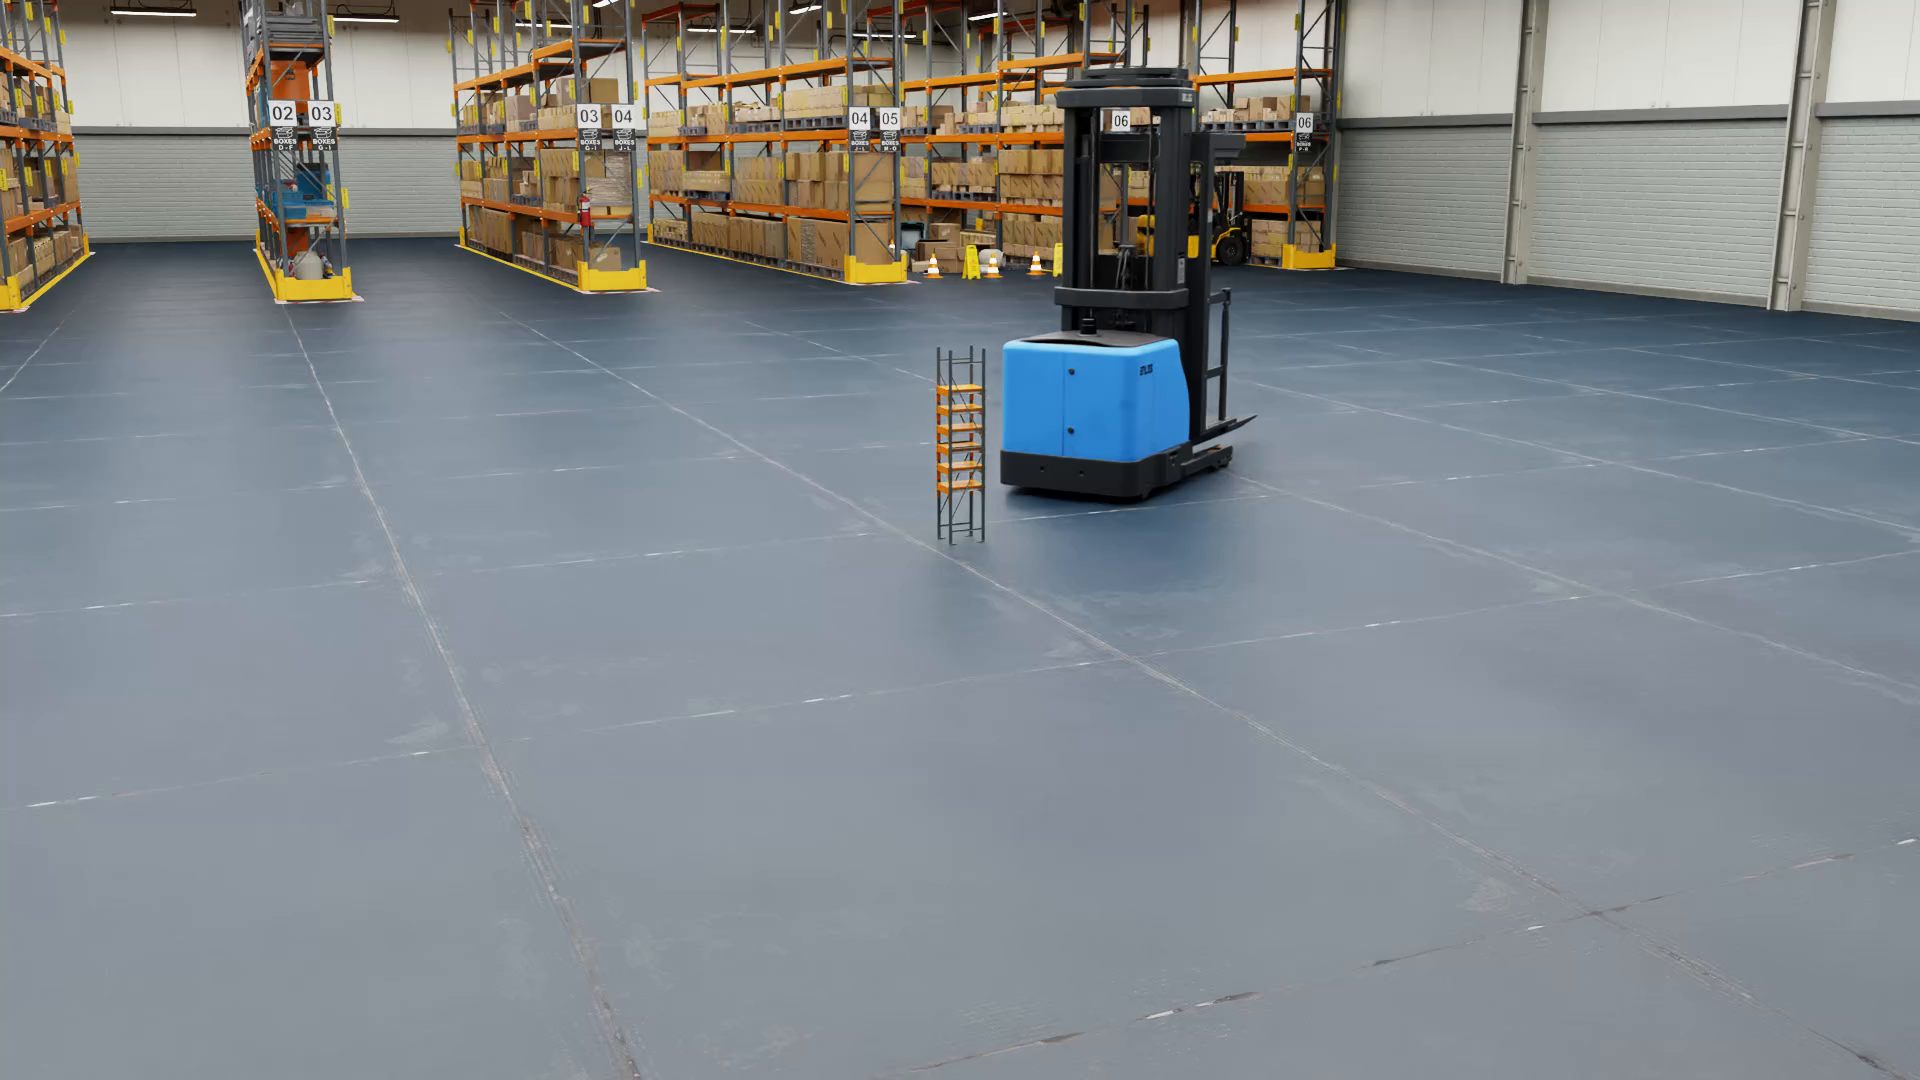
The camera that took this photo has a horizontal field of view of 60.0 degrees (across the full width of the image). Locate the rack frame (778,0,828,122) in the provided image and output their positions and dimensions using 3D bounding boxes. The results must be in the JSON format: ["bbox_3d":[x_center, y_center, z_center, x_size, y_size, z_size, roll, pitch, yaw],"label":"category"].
[{"bbox_3d":[-3.209,-10.119,34.135,1.000,3.000,0.127,-6,14,-23],"label":"rack frame"}]

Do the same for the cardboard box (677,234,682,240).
[{"bbox_3d":[-7.076,-7.825,42.919,0.380,0.149,0.250,-6,14,-25],"label":"cardboard box"}]

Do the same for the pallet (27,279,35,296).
[{"bbox_3d":[-16.592,-4.349,28.692,1.003,0.211,1.213,-6,14,-23],"label":"pallet"}]

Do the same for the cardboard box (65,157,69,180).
[{"bbox_3d":[-20.215,-8.293,37.112,0.500,0.500,0.500,-6,14,-25],"label":"cardboard box"}]

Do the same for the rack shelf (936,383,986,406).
[{"bbox_3d":[0.006,-0.889,10.150,0.258,0.103,0.180,-6,14,-23],"label":"rack shelf"}]

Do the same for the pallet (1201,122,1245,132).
[{"bbox_3d":[6.198,-9.358,37.695,1.003,0.211,1.213,-6,14,-23],"label":"pallet"}]

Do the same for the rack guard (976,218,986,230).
[{"bbox_3d":[1.056,-9.359,49.700,1.175,0.500,0.348,-6,14,-23],"label":"rack guard"}]

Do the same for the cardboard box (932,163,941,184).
[{"bbox_3d":[-0.348,-8.775,39.820,0.500,0.500,0.500,-6,14,-25],"label":"cardboard box"}]

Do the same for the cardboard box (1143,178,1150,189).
[{"bbox_3d":[4.804,-8.680,40.446,0.500,0.250,0.500,-5,14,-22],"label":"cardboard box"}]

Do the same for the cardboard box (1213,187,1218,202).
[{"bbox_3d":[5.995,-7.941,37.806,0.500,0.500,0.500,-5,14,-22],"label":"cardboard box"}]

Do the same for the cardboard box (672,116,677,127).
[{"bbox_3d":[-7.029,-10.662,42.357,0.500,0.250,0.500,-6,14,-25],"label":"cardboard box"}]

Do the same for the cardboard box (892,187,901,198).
[{"bbox_3d":[-1.393,-8.811,42.121,0.500,0.250,0.500,-6,14,-24],"label":"cardboard box"}]

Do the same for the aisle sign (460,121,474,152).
[{"bbox_3d":[-12.905,-10.503,43.332,0.394,0.787,0.004,-6,14,-23],"label":"aisle sign"}]

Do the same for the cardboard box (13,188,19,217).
[{"bbox_3d":[-16.689,-5.833,28.699,0.700,0.500,0.500,-6,14,-24],"label":"cardboard box"}]

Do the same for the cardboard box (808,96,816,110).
[{"bbox_3d":[-2.660,-8.544,32.501,0.500,0.250,0.500,-5,14,-22],"label":"cardboard box"}]

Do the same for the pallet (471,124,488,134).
[{"bbox_3d":[-11.317,-10.010,40.514,1.003,0.211,1.213,-6,14,-23],"label":"pallet"}]

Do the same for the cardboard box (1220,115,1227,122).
[{"bbox_3d":[6.042,-9.427,37.200,0.380,0.149,0.250,-5,14,-21],"label":"cardboard box"}]

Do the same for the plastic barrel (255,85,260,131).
[{"bbox_3d":[-13.805,-8.665,33.391,0.600,0.901,0.600,0,13,0],"label":"plastic barrel"}]

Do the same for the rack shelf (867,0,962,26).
[{"bbox_3d":[-1.118,-13.096,41.220,1.077,0.370,4.000,-6,14,-23],"label":"rack shelf"}]

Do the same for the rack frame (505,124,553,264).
[{"bbox_3d":[-9.397,-7.596,36.537,1.000,3.000,0.127,-6,14,-23],"label":"rack frame"}]

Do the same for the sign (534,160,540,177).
[{"bbox_3d":[-8.301,-7.283,32.616,0.100,0.325,0.005,-6,14,-23],"label":"sign"}]

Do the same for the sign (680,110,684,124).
[{"bbox_3d":[-6.908,-10.512,41.338,0.100,0.325,0.005,-6,14,-23],"label":"sign"}]

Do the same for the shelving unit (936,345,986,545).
[{"bbox_3d":[0.006,-0.582,10.222,0.258,1.200,0.189,-6,14,-23],"label":"shelving unit"}]

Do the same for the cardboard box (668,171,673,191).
[{"bbox_3d":[-7.271,-9.328,43.138,0.500,0.500,0.500,-6,14,-23],"label":"cardboard box"}]

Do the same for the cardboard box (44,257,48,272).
[{"bbox_3d":[-17.424,-5.164,31.195,0.500,0.250,0.500,-5,14,-22],"label":"cardboard box"}]

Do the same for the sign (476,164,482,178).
[{"bbox_3d":[-11.507,-8.832,39.783,0.100,0.325,0.005,-6,14,-23],"label":"sign"}]

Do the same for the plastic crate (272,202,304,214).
[{"bbox_3d":[-11.460,-5.634,28.391,0.499,0.251,0.408,-6,14,-23],"label":"plastic crate"}]

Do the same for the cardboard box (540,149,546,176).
[{"bbox_3d":[-7.847,-7.334,32.308,0.500,0.500,0.500,-6,14,-23],"label":"cardboard box"}]

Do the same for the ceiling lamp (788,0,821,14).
[{"bbox_3d":[-3.586,-14.714,41.043,0.800,3.185,2.000,-6,14,-23],"label":"ceiling lamp"}]

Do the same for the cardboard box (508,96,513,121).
[{"bbox_3d":[-9.244,-9.124,35.157,0.500,0.500,0.500,-6,14,-23],"label":"cardboard box"}]

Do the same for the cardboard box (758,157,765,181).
[{"bbox_3d":[-4.024,-8.149,36.489,0.700,0.500,0.500,-6,14,-24],"label":"cardboard box"}]

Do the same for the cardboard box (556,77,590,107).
[{"bbox_3d":[-7.045,-8.139,30.241,0.500,0.500,0.500,-6,14,-23],"label":"cardboard box"}]

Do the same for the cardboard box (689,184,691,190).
[{"bbox_3d":[-6.464,-8.700,40.933,0.380,0.149,0.250,-6,14,-23],"label":"cardboard box"}]

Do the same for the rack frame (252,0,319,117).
[{"bbox_3d":[-12.333,-9.245,30.357,1.000,3.000,0.127,-6,14,-23],"label":"rack frame"}]

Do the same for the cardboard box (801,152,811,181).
[{"bbox_3d":[-2.676,-7.489,33.349,0.875,0.550,0.550,-6,14,-23],"label":"cardboard box"}]

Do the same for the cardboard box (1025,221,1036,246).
[{"bbox_3d":[1.706,-6.532,35.443,0.500,0.500,0.500,-5,14,-20],"label":"cardboard box"}]

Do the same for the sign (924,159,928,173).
[{"bbox_3d":[-0.824,-9.004,40.054,0.100,0.325,0.005,-6,14,-23],"label":"sign"}]

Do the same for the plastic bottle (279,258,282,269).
[{"bbox_3d":[-12.143,-4.915,29.852,0.144,0.351,0.185,-6,14,-23],"label":"plastic bottle"}]

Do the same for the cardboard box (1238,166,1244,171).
[{"bbox_3d":[6.393,-8.222,36.921,0.380,0.149,0.250,-6,14,-23],"label":"cardboard box"}]

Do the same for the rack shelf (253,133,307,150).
[{"bbox_3d":[-14.736,-8.673,36.132,1.077,0.370,4.000,-6,14,-23],"label":"rack shelf"}]

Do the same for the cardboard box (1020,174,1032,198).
[{"bbox_3d":[1.618,-7.536,35.395,0.500,0.500,0.500,-6,14,-23],"label":"cardboard box"}]

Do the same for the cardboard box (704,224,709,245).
[{"bbox_3d":[-5.925,-7.443,40.490,0.500,0.500,0.500,-5,14,-22],"label":"cardboard box"}]

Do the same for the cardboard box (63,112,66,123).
[{"bbox_3d":[-20.843,-9.696,38.185,0.500,0.250,0.500,-6,14,-23],"label":"cardboard box"}]

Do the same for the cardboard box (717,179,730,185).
[{"bbox_3d":[-5.427,-8.311,38.593,0.380,0.149,0.250,-5,14,-22],"label":"cardboard box"}]

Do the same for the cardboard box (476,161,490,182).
[{"bbox_3d":[-11.428,-8.930,40.312,0.500,0.500,0.500,-5,14,-21],"label":"cardboard box"}]

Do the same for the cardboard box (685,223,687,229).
[{"bbox_3d":[-6.795,-8.005,42.376,0.380,0.149,0.250,-5,14,-21],"label":"cardboard box"}]

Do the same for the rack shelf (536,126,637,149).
[{"bbox_3d":[-6.993,-7.467,30.924,1.077,0.370,4.000,-6,14,-23],"label":"rack shelf"}]

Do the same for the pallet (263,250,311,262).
[{"bbox_3d":[-15.266,-6.453,37.784,1.003,0.211,1.213,-6,14,-23],"label":"pallet"}]

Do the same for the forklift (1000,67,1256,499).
[{"bbox_3d":[1.446,-1.996,12.495,1.130,2.935,3.031,7,15,28],"label":"forklift"}]

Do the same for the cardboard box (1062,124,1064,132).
[{"bbox_3d":[2.284,-8.332,33.622,0.380,0.149,0.250,-5,14,-21],"label":"cardboard box"}]

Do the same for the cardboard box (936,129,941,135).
[{"bbox_3d":[-0.346,-9.749,39.747,0.380,0.149,0.250,-6,14,-23],"label":"cardboard box"}]

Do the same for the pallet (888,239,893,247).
[{"bbox_3d":[-1.541,-7.806,43.630,1.003,0.211,1.213,-6,14,-23],"label":"pallet"}]
